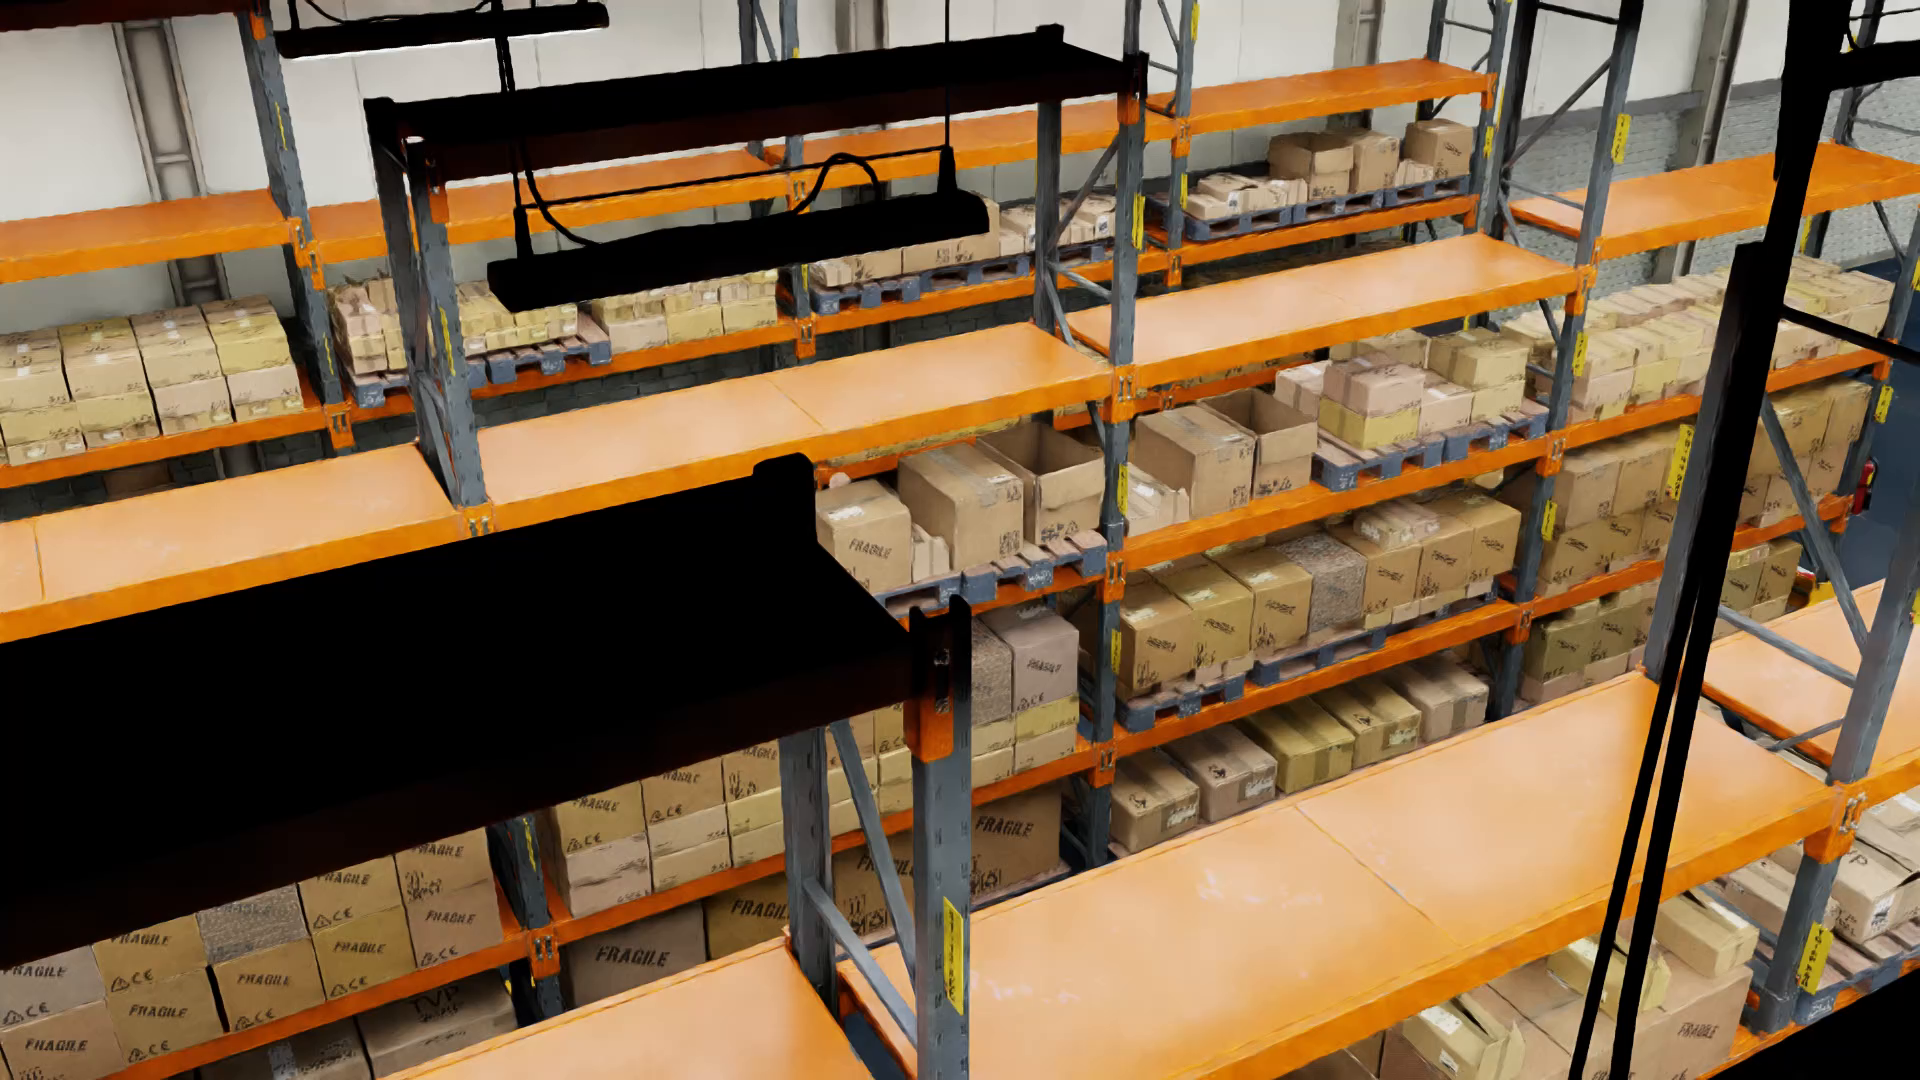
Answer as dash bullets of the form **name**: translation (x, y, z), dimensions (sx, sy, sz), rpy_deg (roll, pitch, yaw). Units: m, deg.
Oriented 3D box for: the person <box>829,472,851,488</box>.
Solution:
- **person**: translation (-1.032, 0.226, 14.634), dimensions (0.691, 1.773, 0.641), rpy_deg (-3, 28, -5)
